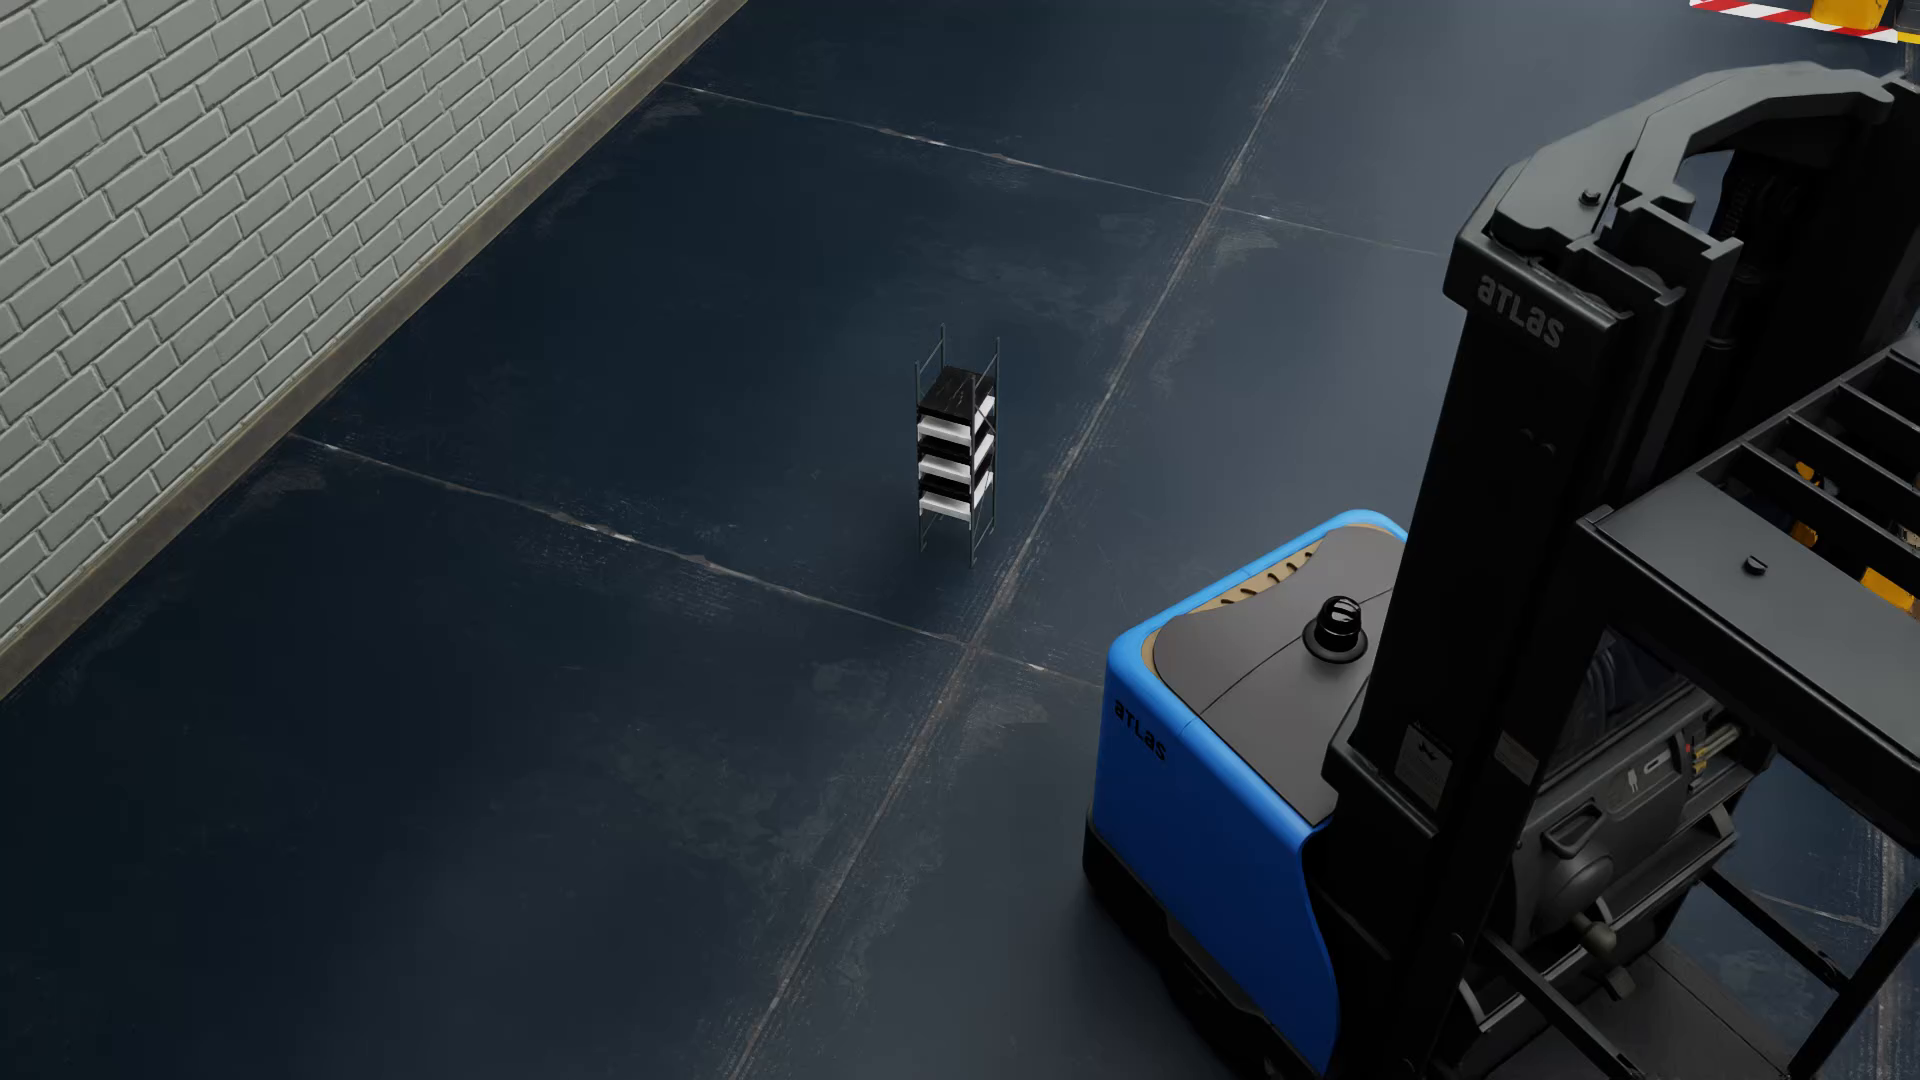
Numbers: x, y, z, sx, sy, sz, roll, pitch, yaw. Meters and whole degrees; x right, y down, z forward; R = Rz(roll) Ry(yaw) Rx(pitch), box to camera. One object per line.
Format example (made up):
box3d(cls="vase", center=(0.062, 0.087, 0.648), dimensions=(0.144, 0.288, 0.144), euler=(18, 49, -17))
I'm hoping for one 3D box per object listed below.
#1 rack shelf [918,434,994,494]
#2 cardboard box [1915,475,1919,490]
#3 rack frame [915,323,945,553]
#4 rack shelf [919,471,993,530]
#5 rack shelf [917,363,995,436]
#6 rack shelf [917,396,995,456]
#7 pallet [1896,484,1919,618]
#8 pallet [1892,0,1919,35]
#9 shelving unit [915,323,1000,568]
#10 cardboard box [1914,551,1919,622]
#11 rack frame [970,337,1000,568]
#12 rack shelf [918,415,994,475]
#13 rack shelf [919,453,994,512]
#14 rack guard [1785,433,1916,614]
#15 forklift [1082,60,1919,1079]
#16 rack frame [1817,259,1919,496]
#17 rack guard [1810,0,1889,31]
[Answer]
box3d(cls="rack shelf", center=(-0.007, -0.298, 5.958), dimensions=(0.200, 0.077, 0.258), euler=(16, 47, 16))
box3d(cls="cardboard box", center=(3.750, -0.301, 5.886), dimensions=(0.500, 0.500, 0.500), euler=(16, 47, 16))
box3d(cls="rack frame", center=(-0.101, -0.349, 5.963), dimensions=(0.006, 0.900, 0.240), euler=(16, 47, 16))
box3d(cls="rack shelf", center=(-0.007, -0.170, 6.085), dimensions=(0.200, 0.077, 0.258), euler=(16, 47, 16))
box3d(cls="rack shelf", center=(-0.007, -0.489, 5.768), dimensions=(0.200, 0.077, 0.258), euler=(16, 47, 16))
box3d(cls="rack shelf", center=(-0.007, -0.425, 5.831), dimensions=(0.200, 0.077, 0.258), euler=(16, 47, 16))
box3d(cls="pallet", center=(3.960, 0.207, 5.893), dimensions=(1.213, 0.211, 1.003), euler=(16, 47, 16))
box3d(cls="pallet", center=(5.810, -3.004, 9.120), dimensions=(1.213, 0.211, 1.003), euler=(16, 47, 16))
box3d(cls="shelving unit", center=(-0.007, -0.321, 5.935), dimensions=(0.210, 0.900, 0.258), euler=(16, 47, 16))
box3d(cls="cardboard box", center=(3.408, 0.174, 5.658), dimensions=(0.250, 0.149, 0.380), euler=(16, 47, 16))
box3d(cls="rack frame", center=(0.086, -0.294, 5.907), dimensions=(0.006, 0.900, 0.240), euler=(16, 47, 16))
box3d(cls="rack shelf", center=(-0.007, -0.361, 5.895), dimensions=(0.200, 0.077, 0.258), euler=(16, 47, 16))
box3d(cls="rack shelf", center=(-0.007, -0.234, 6.022), dimensions=(0.200, 0.077, 0.258), euler=(16, 47, 16))
box3d(cls="rack guard", center=(3.224, -0.112, 6.008), dimensions=(0.348, 0.500, 1.175), euler=(16, 47, 16))
box3d(cls="forklift", center=(1.637, 0.654, 3.515), dimensions=(1.130, 2.935, 3.031), euler=(-26, 51, -24))
box3d(cls="rack frame", center=(3.154, -1.018, 5.147), dimensions=(0.127, 3.000, 1.000), euler=(16, 47, 16))
box3d(cls="rack guard", center=(5.037, -3.354, 9.266), dimensions=(0.348, 0.500, 1.175), euler=(16, 47, 16))
